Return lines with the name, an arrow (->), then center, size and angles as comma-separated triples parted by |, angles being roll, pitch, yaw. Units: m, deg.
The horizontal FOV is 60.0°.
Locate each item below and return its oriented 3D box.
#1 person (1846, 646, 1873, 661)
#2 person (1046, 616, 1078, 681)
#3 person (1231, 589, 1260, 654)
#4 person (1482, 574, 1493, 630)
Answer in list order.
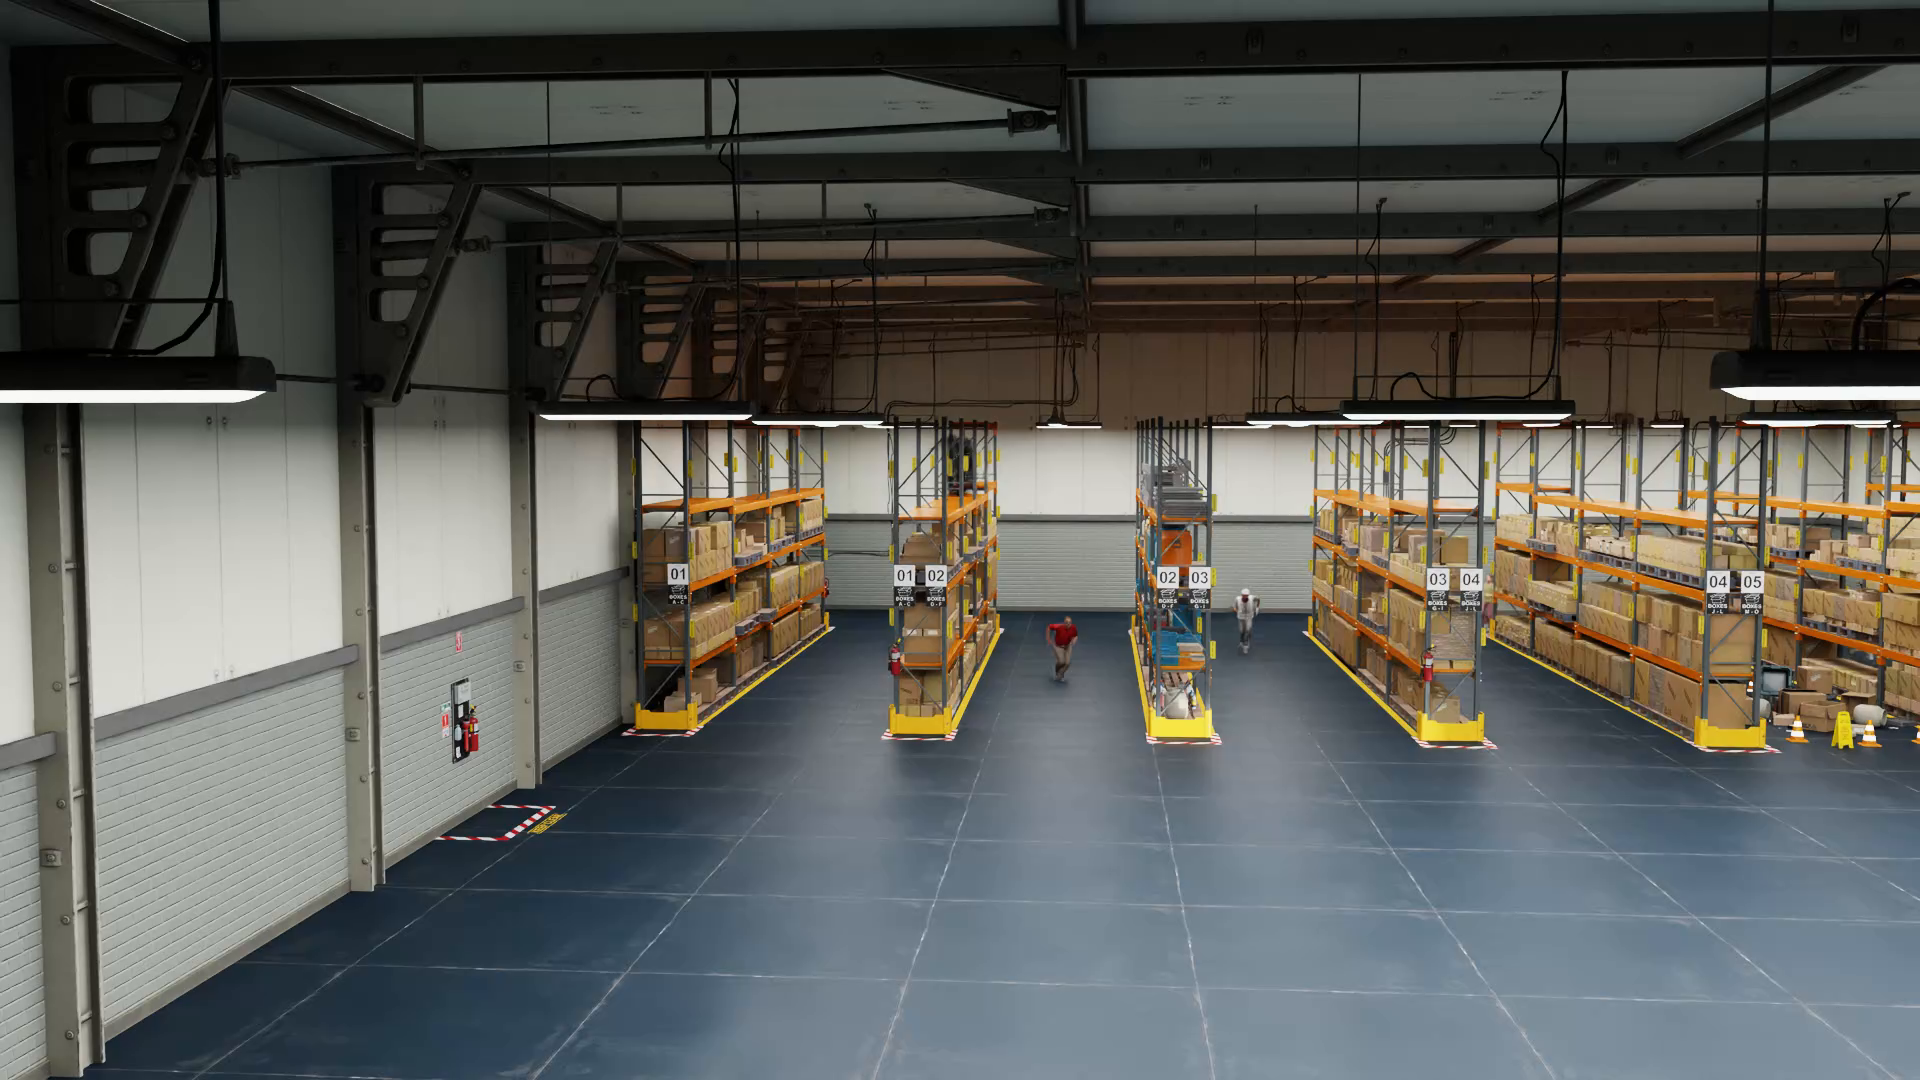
person -> 22.255, 2.143, 41.256 | 0.724, 1.794, 0.953 | 0, 4, -5
person -> 2.317, 2.483, 37.786 | 0.695, 1.551, 0.887 | -1, 4, -17
person -> 7.415, 2.091, 43.235 | 0.729, 1.725, 1.031 | 0, 4, 7
person -> 15.105, 1.784, 47.618 | 0.603, 1.635, 0.558 | -3, 5, -38
